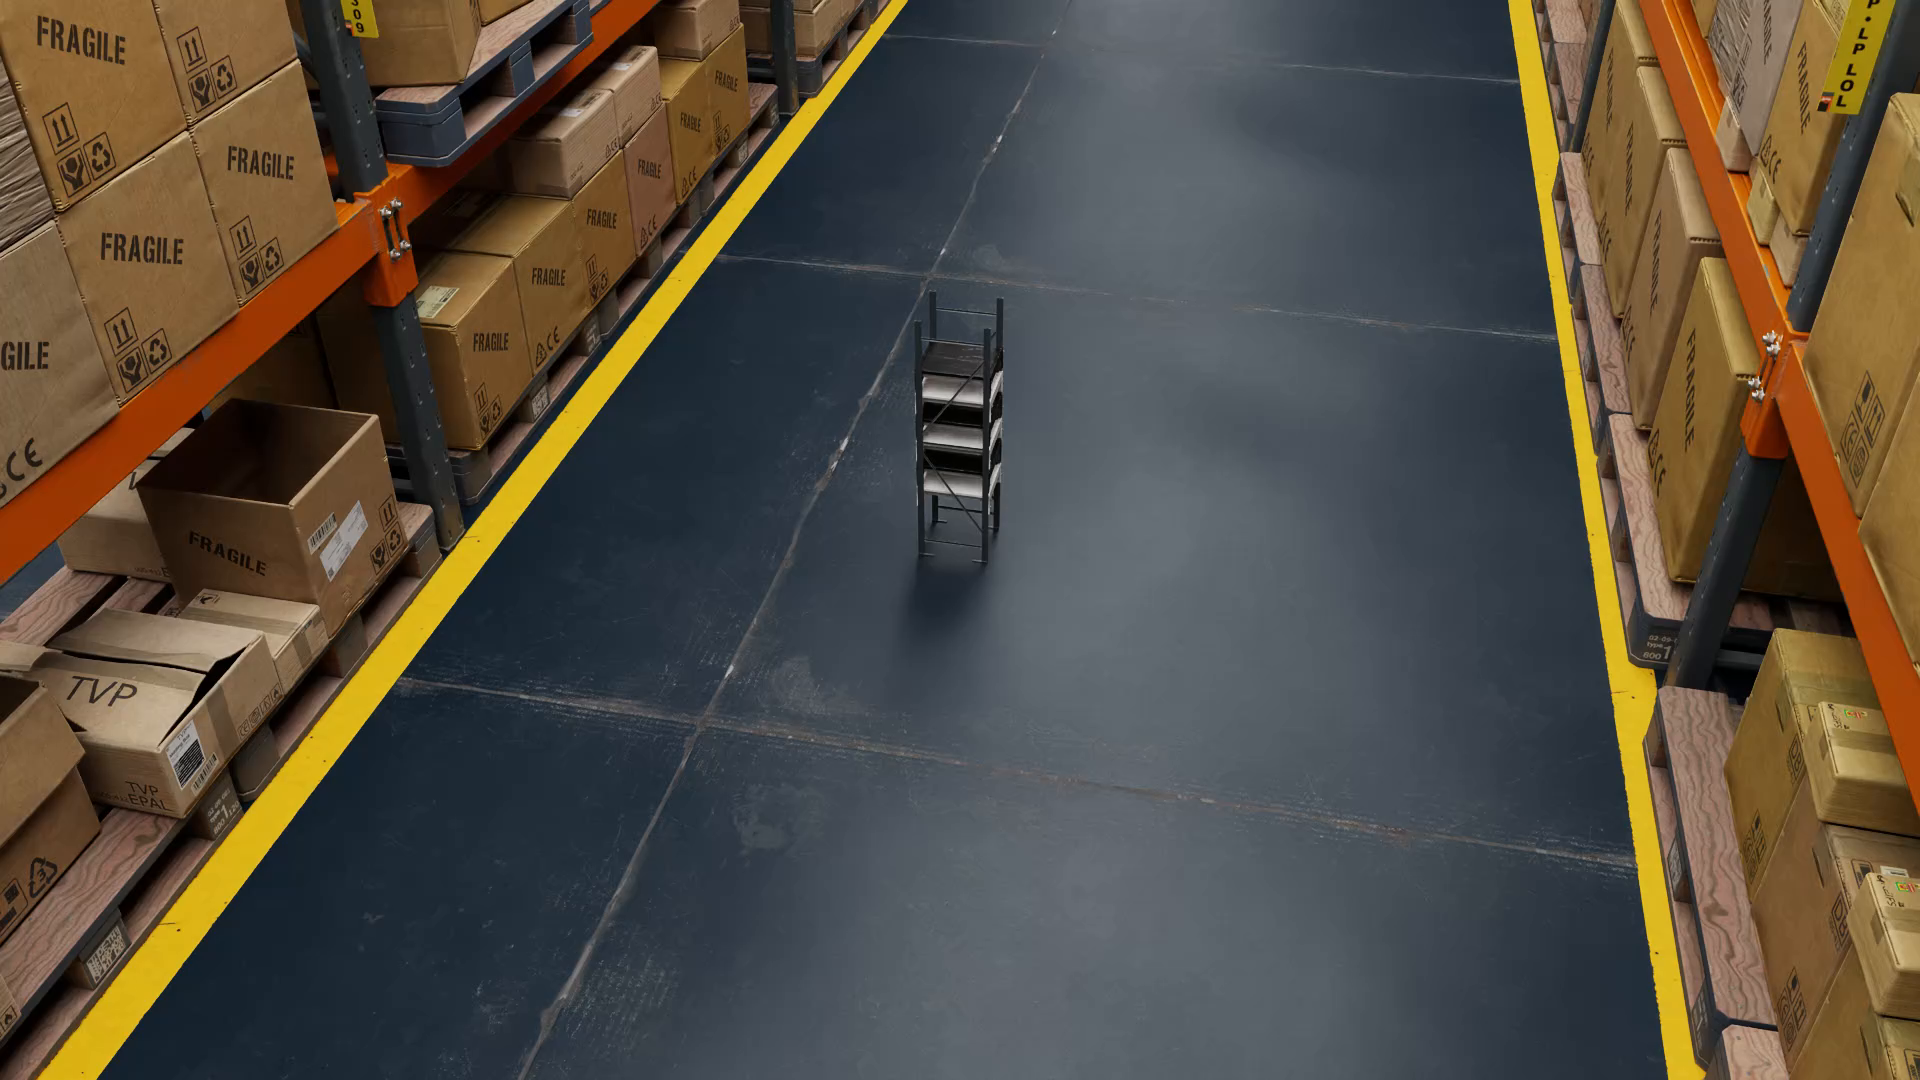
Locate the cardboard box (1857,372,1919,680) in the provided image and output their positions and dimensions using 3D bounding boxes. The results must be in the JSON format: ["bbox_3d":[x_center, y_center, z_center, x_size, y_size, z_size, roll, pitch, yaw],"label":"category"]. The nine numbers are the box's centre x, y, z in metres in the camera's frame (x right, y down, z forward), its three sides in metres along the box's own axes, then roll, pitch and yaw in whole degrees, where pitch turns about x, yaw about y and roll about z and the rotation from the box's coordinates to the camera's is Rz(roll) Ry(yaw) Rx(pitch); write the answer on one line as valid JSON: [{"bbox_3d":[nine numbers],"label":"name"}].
[{"bbox_3d":[2.328,-0.042,2.997,0.980,0.700,0.700,6,36,9],"label":"cardboard box"}]

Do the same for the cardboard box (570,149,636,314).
[{"bbox_3d":[-1.661,-1.272,6.704,0.500,0.500,0.500,8,37,11],"label":"cardboard box"}]

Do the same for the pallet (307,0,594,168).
[{"bbox_3d":[-1.942,-1.633,5.611,1.003,0.211,1.213,7,37,10],"label":"pallet"}]

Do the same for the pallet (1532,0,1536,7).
[{"bbox_3d":[4.165,-3.659,10.618,1.003,0.211,1.213,7,37,10],"label":"pallet"}]

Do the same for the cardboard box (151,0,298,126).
[{"bbox_3d":[-2.074,-1.389,4.174,0.500,0.500,0.500,7,37,10],"label":"cardboard box"}]

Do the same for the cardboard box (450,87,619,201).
[{"bbox_3d":[-1.664,-1.556,6.457,0.500,0.250,0.500,7,37,10],"label":"cardboard box"}]

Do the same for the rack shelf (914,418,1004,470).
[{"bbox_3d":[-0.002,-0.333,5.499,0.258,0.077,0.200,7,37,10],"label":"rack shelf"}]

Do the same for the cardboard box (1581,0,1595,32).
[{"bbox_3d":[3.880,-3.095,9.220,0.700,0.500,0.500,7,37,10],"label":"cardboard box"}]

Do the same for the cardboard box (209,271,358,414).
[{"bbox_3d":[-2.394,-0.751,5.986,0.500,0.500,0.500,7,37,10],"label":"cardboard box"}]

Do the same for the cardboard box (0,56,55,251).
[{"bbox_3d":[-2.289,-0.807,3.370,0.500,0.500,0.500,8,37,10],"label":"cardboard box"}]

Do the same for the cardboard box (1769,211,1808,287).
[{"bbox_3d":[2.417,-0.783,4.472,0.380,0.149,0.250,8,37,10],"label":"cardboard box"}]

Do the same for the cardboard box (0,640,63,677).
[{"bbox_3d":[-2.695,0.413,4.663,0.380,0.166,0.250,7,37,10],"label":"cardboard box"}]

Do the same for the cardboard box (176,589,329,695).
[{"bbox_3d":[-2.085,0.294,4.842,0.380,0.149,0.250,7,37,10],"label":"cardboard box"}]

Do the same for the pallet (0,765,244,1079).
[{"bbox_3d":[-2.625,0.958,4.249,1.003,0.211,1.213,7,37,10],"label":"pallet"}]

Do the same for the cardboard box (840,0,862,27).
[{"bbox_3d":[-0.859,-3.168,9.550,0.500,0.250,0.500,6,36,9],"label":"cardboard box"}]

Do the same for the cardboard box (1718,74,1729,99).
[{"bbox_3d":[2.731,-1.506,5.469,0.380,0.149,0.250,6,36,9],"label":"cardboard box"}]

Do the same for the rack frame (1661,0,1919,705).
[{"bbox_3d":[2.621,-0.648,4.088,1.000,3.000,0.127,7,37,10],"label":"rack frame"}]

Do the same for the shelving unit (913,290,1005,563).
[{"bbox_3d":[-0.002,-0.360,5.480,0.258,0.900,0.210,7,37,10],"label":"shelving unit"}]

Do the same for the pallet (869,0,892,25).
[{"bbox_3d":[-0.888,-3.595,10.530,1.003,0.211,1.213,7,37,10],"label":"pallet"}]

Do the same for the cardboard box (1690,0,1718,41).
[{"bbox_3d":[2.790,-1.981,5.571,0.500,0.500,0.500,8,37,11],"label":"cardboard box"}]

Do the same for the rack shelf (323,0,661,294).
[{"bbox_3d":[-1.792,-2.122,6.735,1.077,0.370,4.000,7,37,10],"label":"rack shelf"}]

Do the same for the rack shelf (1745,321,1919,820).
[{"bbox_3d":[2.194,0.790,2.717,1.077,0.370,4.000,7,37,10],"label":"rack shelf"}]

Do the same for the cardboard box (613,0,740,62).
[{"bbox_3d":[-1.343,-2.431,7.664,0.500,0.250,0.500,9,37,12],"label":"cardboard box"}]

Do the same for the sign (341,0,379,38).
[{"bbox_3d":[-1.687,-1.553,4.600,0.100,0.325,0.005,7,37,10],"label":"sign"}]

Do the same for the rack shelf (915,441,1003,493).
[{"bbox_3d":[-0.002,-0.260,5.552,0.258,0.077,0.200,7,37,10],"label":"rack shelf"}]

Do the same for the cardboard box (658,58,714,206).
[{"bbox_3d":[-1.446,-1.863,7.520,0.500,0.500,0.500,6,36,8],"label":"cardboard box"}]

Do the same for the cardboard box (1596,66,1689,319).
[{"bbox_3d":[2.997,-1.334,6.509,0.750,0.750,0.750,7,37,10],"label":"cardboard box"}]

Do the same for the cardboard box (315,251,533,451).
[{"bbox_3d":[-1.878,-0.679,5.886,0.500,0.500,0.500,6,36,8],"label":"cardboard box"}]

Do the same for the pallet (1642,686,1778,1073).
[{"bbox_3d":[2.382,0.908,4.318,1.003,0.211,1.213,7,37,10],"label":"pallet"}]

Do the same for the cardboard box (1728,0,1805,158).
[{"bbox_3d":[2.573,-1.407,4.779,0.500,0.500,0.500,8,37,10],"label":"cardboard box"}]

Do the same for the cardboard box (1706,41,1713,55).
[{"bbox_3d":[2.862,-1.807,5.884,0.380,0.149,0.250,8,37,10],"label":"cardboard box"}]

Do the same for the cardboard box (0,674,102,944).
[{"bbox_3d":[-2.615,0.644,4.058,0.797,0.503,0.637,7,37,10],"label":"cardboard box"}]

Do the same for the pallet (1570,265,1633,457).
[{"bbox_3d":[2.971,-0.672,6.497,1.003,0.211,1.213,7,37,10],"label":"pallet"}]

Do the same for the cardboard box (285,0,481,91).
[{"bbox_3d":[-1.899,-1.721,5.125,0.700,0.500,0.500,-4,36,-6],"label":"cardboard box"}]

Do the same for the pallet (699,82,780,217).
[{"bbox_3d":[-1.561,-2.007,8.340,1.003,0.211,1.213,7,37,10],"label":"pallet"}]

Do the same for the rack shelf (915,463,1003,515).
[{"bbox_3d":[-0.002,-0.187,5.605,0.258,0.077,0.200,7,37,10],"label":"rack shelf"}]

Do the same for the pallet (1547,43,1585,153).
[{"bbox_3d":[3.644,-2.260,8.688,1.003,0.211,1.213,7,37,10],"label":"pallet"}]

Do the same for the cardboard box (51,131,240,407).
[{"bbox_3d":[-2.184,-0.693,4.064,0.500,0.500,0.500,8,37,11],"label":"cardboard box"}]

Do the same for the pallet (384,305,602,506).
[{"bbox_3d":[-2.082,-0.608,6.410,1.003,0.211,1.213,7,37,10],"label":"pallet"}]

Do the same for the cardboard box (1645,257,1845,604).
[{"bbox_3d":[2.633,-0.336,5.132,0.750,0.750,0.750,8,37,11],"label":"cardboard box"}]

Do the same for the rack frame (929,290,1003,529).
[{"bbox_3d":[0.020,-0.418,5.560,0.240,0.900,0.006,7,37,10],"label":"rack frame"}]

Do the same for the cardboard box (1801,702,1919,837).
[{"bbox_3d":[2.110,0.521,3.694,0.380,0.149,0.250,8,37,12],"label":"cardboard box"}]

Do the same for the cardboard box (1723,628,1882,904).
[{"bbox_3d":[2.361,0.610,4.124,0.700,0.500,0.500,8,37,11],"label":"cardboard box"}]

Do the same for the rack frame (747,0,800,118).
[{"bbox_3d":[-1.365,-3.560,8.105,1.000,3.000,0.127,7,37,10],"label":"rack frame"}]

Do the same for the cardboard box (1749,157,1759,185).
[{"bbox_3d":[2.547,-1.074,4.873,0.380,0.149,0.250,8,37,11],"label":"cardboard box"}]

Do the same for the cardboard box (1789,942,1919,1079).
[{"bbox_3d":[2.139,1.192,3.322,0.700,0.500,0.500,8,37,11],"label":"cardboard box"}]
